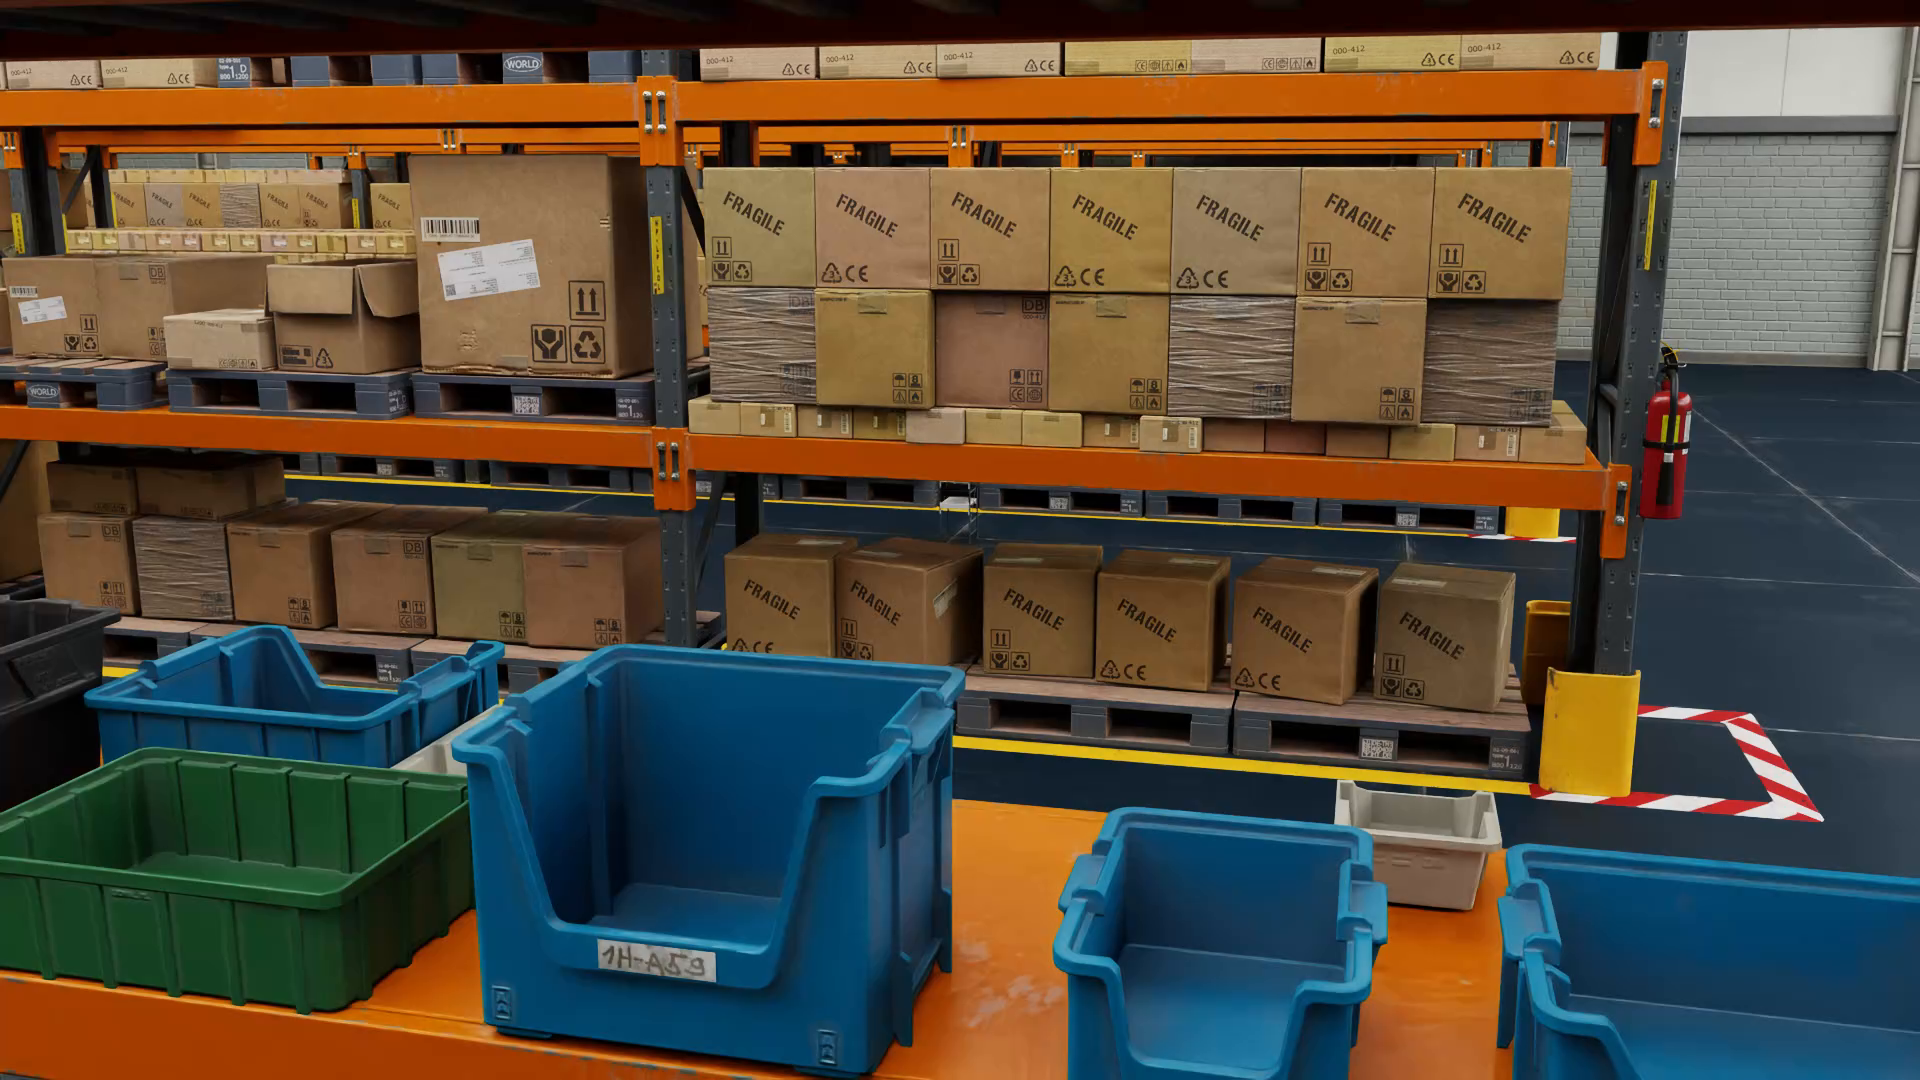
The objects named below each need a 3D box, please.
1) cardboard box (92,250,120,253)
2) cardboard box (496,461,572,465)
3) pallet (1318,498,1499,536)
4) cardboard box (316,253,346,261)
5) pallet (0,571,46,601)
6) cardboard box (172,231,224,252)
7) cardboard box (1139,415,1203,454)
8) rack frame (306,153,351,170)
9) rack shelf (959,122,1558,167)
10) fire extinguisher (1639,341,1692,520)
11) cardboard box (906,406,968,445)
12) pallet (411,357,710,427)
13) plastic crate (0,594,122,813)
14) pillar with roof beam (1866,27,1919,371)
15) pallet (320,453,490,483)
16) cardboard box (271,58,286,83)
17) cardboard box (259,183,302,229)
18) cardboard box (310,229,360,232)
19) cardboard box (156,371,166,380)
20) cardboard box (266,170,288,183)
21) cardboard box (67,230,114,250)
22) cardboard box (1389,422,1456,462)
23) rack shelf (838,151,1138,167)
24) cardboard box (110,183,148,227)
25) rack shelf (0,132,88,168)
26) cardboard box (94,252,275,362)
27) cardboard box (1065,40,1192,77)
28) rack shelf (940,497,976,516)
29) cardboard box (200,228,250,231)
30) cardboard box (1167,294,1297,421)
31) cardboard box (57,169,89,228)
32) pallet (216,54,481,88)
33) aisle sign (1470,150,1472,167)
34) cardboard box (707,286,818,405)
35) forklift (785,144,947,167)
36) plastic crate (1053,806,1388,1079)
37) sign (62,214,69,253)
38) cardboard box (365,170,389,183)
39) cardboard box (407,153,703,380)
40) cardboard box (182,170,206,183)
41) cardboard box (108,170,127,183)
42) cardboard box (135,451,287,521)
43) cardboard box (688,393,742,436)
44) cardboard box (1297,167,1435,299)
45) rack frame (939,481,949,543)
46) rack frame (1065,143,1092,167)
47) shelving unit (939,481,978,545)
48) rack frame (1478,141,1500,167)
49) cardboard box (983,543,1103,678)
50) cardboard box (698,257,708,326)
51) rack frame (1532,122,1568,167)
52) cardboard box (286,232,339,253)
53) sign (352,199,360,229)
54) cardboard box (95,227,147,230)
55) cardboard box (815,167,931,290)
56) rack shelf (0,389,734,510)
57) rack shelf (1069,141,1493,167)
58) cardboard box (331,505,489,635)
[{"bbox_3d":[-6.875,-2.309,13.640,0.250,0.149,0.380,3,13,15],"label":"cardboard box"},{"bbox_3d":[-3.196,-1.074,13.372,0.750,0.750,1.050,3,13,13],"label":"cardboard box"},{"bbox_3d":[3.206,-0.266,11.945,1.213,0.211,1.003,3,13,14],"label":"pallet"},{"bbox_3d":[-4.870,-2.202,13.155,0.250,0.149,0.380,3,13,15],"label":"cardboard box"},{"bbox_3d":[-5.800,0.325,9.282,1.213,0.211,1.003,3,13,14],"label":"pallet"},{"bbox_3d":[-6.122,-2.414,13.425,0.250,0.149,0.380,4,13,16],"label":"cardboard box"},{"bbox_3d":[0.907,-0.469,7.002,0.250,0.149,0.380,3,13,14],"label":"cardboard box"},{"bbox_3d":[-9.260,-4.523,24.694,0.127,3.000,1.000,3,13,14],"label":"rack frame"},{"bbox_3d":[2.059,-2.819,11.751,4.000,0.370,1.077,3,13,14],"label":"rack shelf"},{"bbox_3d":[2.715,-0.424,6.398,0.183,0.674,0.296,3,13,14],"label":"fire extinguisher"},{"bbox_3d":[-0.066,-0.520,7.230,0.250,0.149,0.380,3,13,14],"label":"cardboard box"},{"bbox_3d":[-1.876,-0.749,8.126,1.213,0.211,1.003,3,13,14],"label":"pallet"},{"bbox_3d":[-1.878,0.354,2.858,0.504,0.338,0.767,3,13,14],"label":"plastic crate"},{"bbox_3d":[10.608,-5.630,15.835,0.400,9.000,9.100,3,13,14],"label":"pillar with roof beam"},{"bbox_3d":[-4.524,-0.697,13.888,1.213,0.211,1.003,3,13,14],"label":"pallet"},{"bbox_3d":[-3.560,-2.348,8.314,0.500,0.250,0.500,3,13,15],"label":"cardboard box"},{"bbox_3d":[-7.577,-3.803,18.909,0.500,0.500,0.500,3,13,13],"label":"cardboard box"},{"bbox_3d":[-5.187,-2.510,13.857,0.250,0.149,0.380,4,13,16],"label":"cardboard box"},{"bbox_3d":[-6.478,-1.455,13.936,0.500,0.250,0.500,3,13,15],"label":"cardboard box"},{"bbox_3d":[-7.657,-4.135,18.908,0.250,0.149,0.380,3,13,13],"label":"cardboard box"},{"bbox_3d":[-7.105,-2.468,13.667,0.250,0.149,0.380,3,13,15],"label":"cardboard box"},{"bbox_3d":[1.891,-0.429,6.820,0.250,0.149,0.380,3,13,14],"label":"cardboard box"},{"bbox_3d":[0.449,-5.117,22.108,4.000,0.370,1.077,3,13,14],"label":"rack shelf"},{"bbox_3d":[-9.544,-3.906,19.373,0.500,0.500,0.500,3,13,12],"label":"cardboard box"},{"bbox_3d":[-9.591,-3.442,14.558,4.000,0.370,1.077,3,13,14],"label":"rack shelf"},{"bbox_3d":[-3.953,-1.206,8.544,0.500,0.500,0.700,5,13,22],"label":"cardboard box"},{"bbox_3d":[0.715,-2.006,6.771,0.500,0.250,0.500,3,13,13],"label":"cardboard box"},{"bbox_3d":[-0.008,-0.231,11.184,0.200,0.077,0.258,3,13,14],"label":"rack shelf"},{"bbox_3d":[-6.209,-2.563,14.099,0.250,0.149,0.380,3,13,12],"label":"cardboard box"},{"bbox_3d":[1.198,-0.829,7.126,0.500,0.500,0.875,3,13,14],"label":"cardboard box"},{"bbox_3d":[-8.029,-2.982,14.522,0.500,0.500,0.500,3,13,15],"label":"cardboard box"},{"bbox_3d":[-2.751,-2.252,7.969,1.003,0.211,1.213,3,13,14],"label":"pallet"},{"bbox_3d":[6.268,-4.896,20.376,0.004,0.787,0.394,3,13,14],"label":"aisle sign"},{"bbox_3d":[-0.747,-0.930,7.582,0.500,0.500,0.875,3,13,14],"label":"cardboard box"},{"bbox_3d":[-0.804,-2.441,15.471,1.130,2.935,3.031,7,14,29],"label":"forklift"},{"bbox_3d":[0.341,0.552,2.165,0.408,0.251,0.499,3,13,14],"label":"plastic crate"},{"bbox_3d":[-4.932,-1.621,9.124,0.005,0.325,0.100,3,13,14],"label":"sign"},{"bbox_3d":[-6.806,-4.196,19.183,0.250,0.149,0.380,3,13,13],"label":"cardboard box"},{"bbox_3d":[-1.907,-1.341,7.997,1.000,1.000,1.000,3,13,14],"label":"cardboard box"},{"bbox_3d":[-8.671,-4.166,19.051,0.250,0.149,0.380,3,13,12],"label":"cardboard box"},{"bbox_3d":[-9.670,-4.220,19.290,0.250,0.149,0.380,3,13,15],"label":"cardboard box"},{"bbox_3d":[-3.877,-0.286,8.623,0.500,0.250,0.500,5,13,20],"label":"cardboard box"},{"bbox_3d":[-1.032,-0.575,7.480,0.250,0.149,0.380,3,13,14],"label":"cardboard box"},{"bbox_3d":[1.634,-1.248,6.708,0.500,0.500,0.500,3,13,14],"label":"cardboard box"},{"bbox_3d":[-0.107,-0.445,11.162,0.006,0.900,0.240,3,13,14],"label":"rack frame"},{"bbox_3d":[1.205,-2.856,17.182,0.127,3.000,1.000,3,13,14],"label":"rack frame"},{"bbox_3d":[-0.008,-0.440,11.138,0.210,0.900,0.258,3,13,14],"label":"shelving unit"},{"bbox_3d":[5.089,-2.648,16.246,0.127,3.000,1.000,3,13,14],"label":"rack frame"},{"bbox_3d":[0.389,0.316,7.685,0.500,0.500,0.500,2,13,9],"label":"cardboard box"},{"bbox_3d":[-1.928,-1.908,12.677,0.500,0.500,0.500,3,13,13],"label":"cardboard box"},{"bbox_3d":[4.001,-1.602,11.530,0.127,3.000,1.000,3,13,14],"label":"rack frame"},{"bbox_3d":[-5.109,-2.359,13.180,0.250,0.149,0.380,3,13,15],"label":"cardboard box"},{"bbox_3d":[-6.693,-3.616,18.424,0.005,0.325,0.100,3,13,14],"label":"sign"},{"bbox_3d":[-7.213,-2.618,14.346,0.250,0.149,0.380,4,13,16],"label":"cardboard box"},{"bbox_3d":[-0.307,-1.352,7.175,0.500,0.500,0.500,3,13,14],"label":"cardboard box"},{"bbox_3d":[-3.111,-0.525,8.334,4.000,0.370,1.077,3,13,14],"label":"rack shelf"},{"bbox_3d":[3.147,-3.865,16.467,4.000,0.370,1.077,3,13,14],"label":"rack shelf"},{"bbox_3d":[-2.762,0.139,8.436,0.500,0.500,0.700,2,13,9],"label":"cardboard box"}]
